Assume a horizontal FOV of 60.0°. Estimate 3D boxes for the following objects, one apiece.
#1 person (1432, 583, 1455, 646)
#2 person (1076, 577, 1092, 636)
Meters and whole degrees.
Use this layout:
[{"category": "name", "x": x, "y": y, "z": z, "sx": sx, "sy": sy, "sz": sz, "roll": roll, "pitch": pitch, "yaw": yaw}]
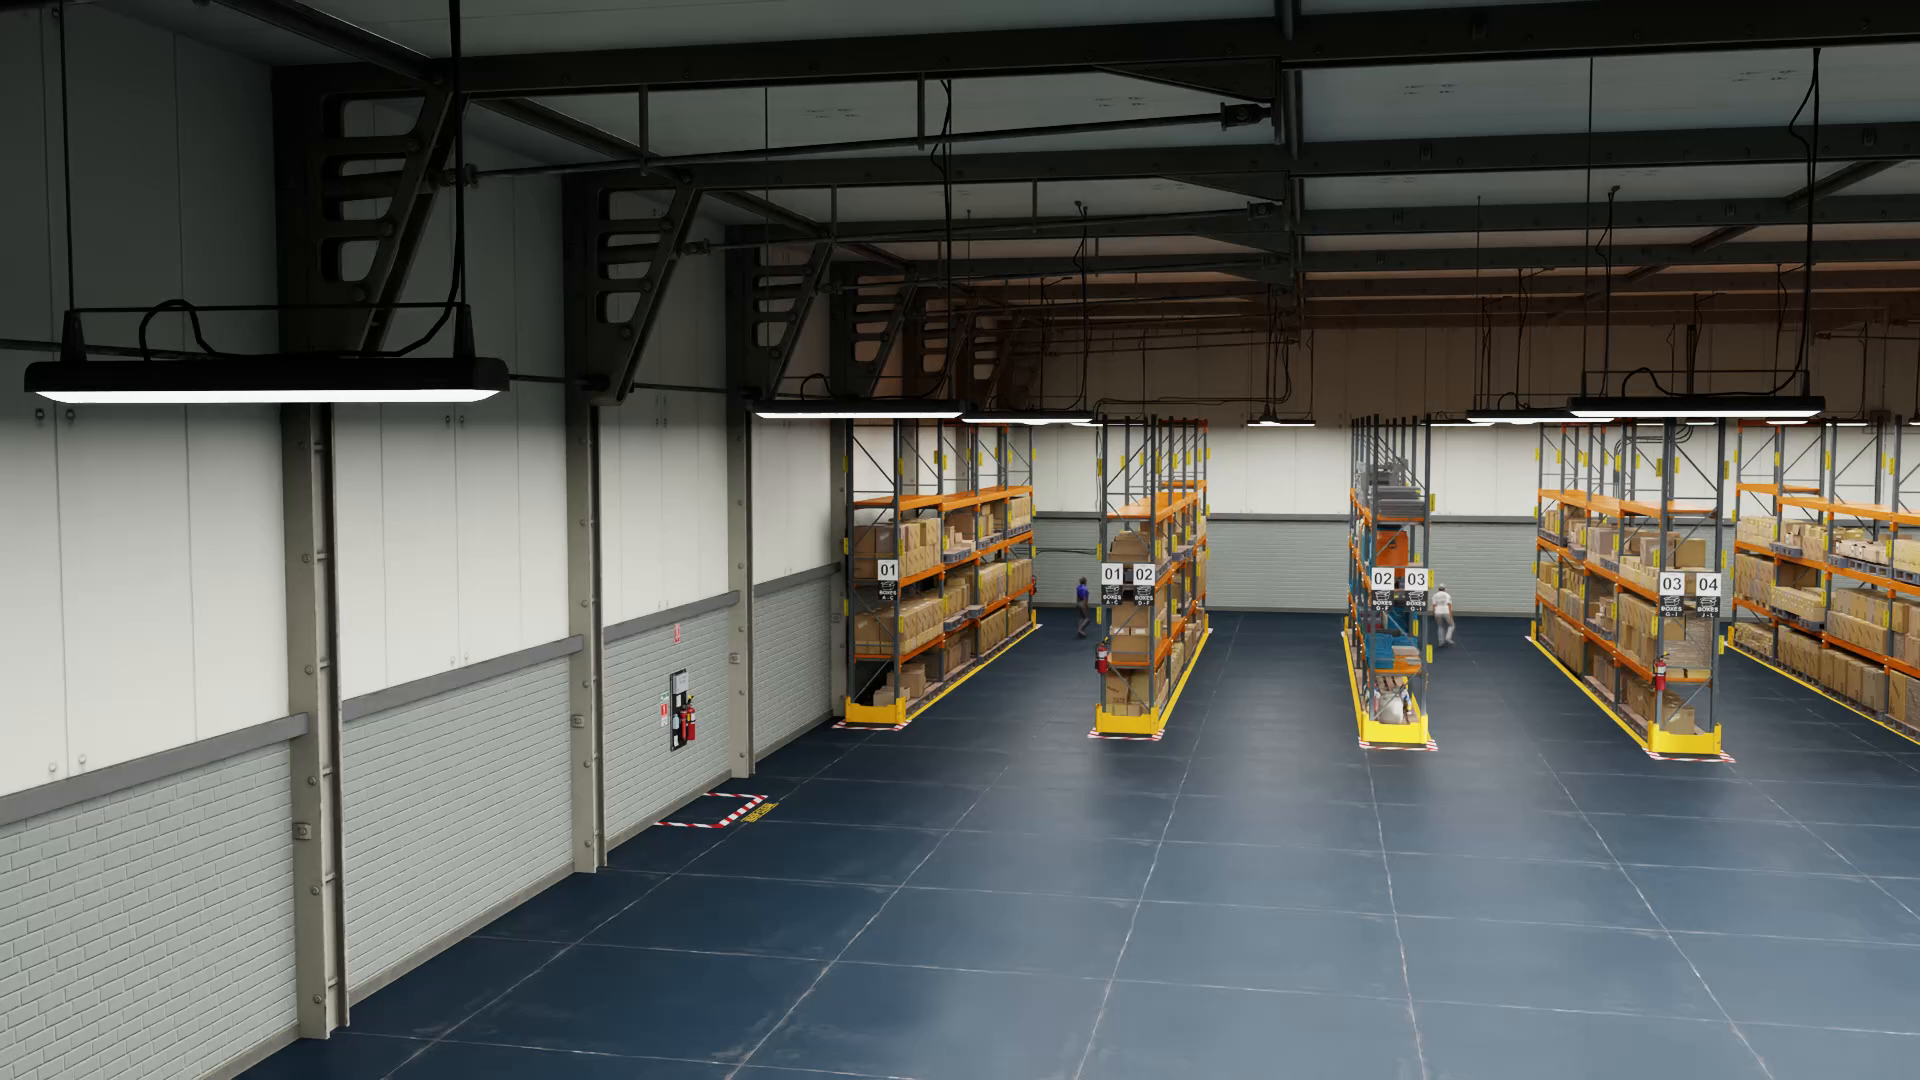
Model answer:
[{"category": "person", "x": 12.747, "y": 1.979, "z": 43.759, "sx": 0.629, "sy": 1.661, "sz": 0.442, "roll": 3, "pitch": 5, "yaw": 35}, {"category": "person", "x": 3.360, "y": 1.842, "z": 45.907, "sx": 0.450, "sy": 1.657, "sz": 0.519, "roll": -2, "pitch": 4, "yaw": -25}]
